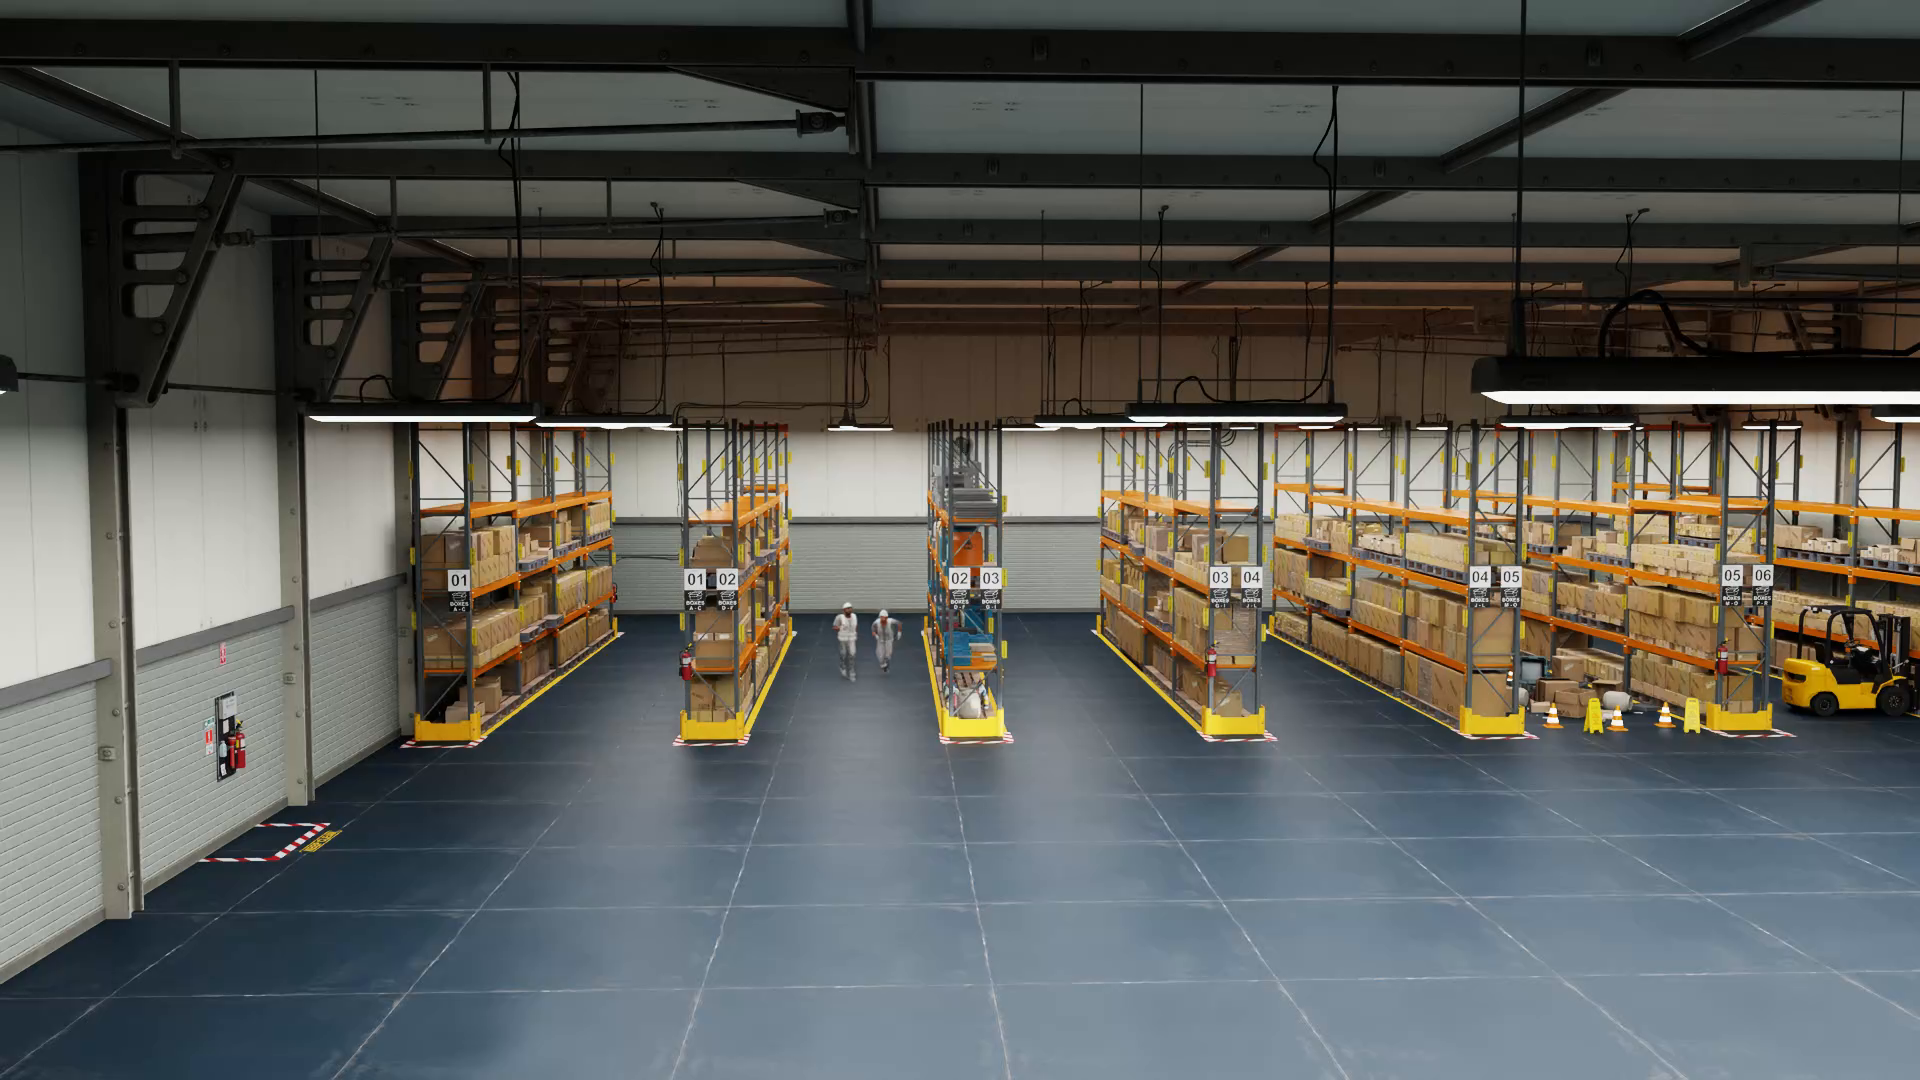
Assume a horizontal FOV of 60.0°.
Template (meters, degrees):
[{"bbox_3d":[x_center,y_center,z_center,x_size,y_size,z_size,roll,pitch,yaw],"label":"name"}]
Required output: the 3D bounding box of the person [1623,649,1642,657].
[{"bbox_3d":[17.129,2.144,42.206,0.630,1.811,0.827,0,4,-6],"label":"person"}]

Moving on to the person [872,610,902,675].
[{"bbox_3d":[-1.724,2.424,39.056,0.695,1.603,0.830,0,4,2],"label":"person"}]

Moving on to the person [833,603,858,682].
[{"bbox_3d":[-2.653,2.367,38.626,0.645,1.847,0.796,-1,4,-18],"label":"person"}]
